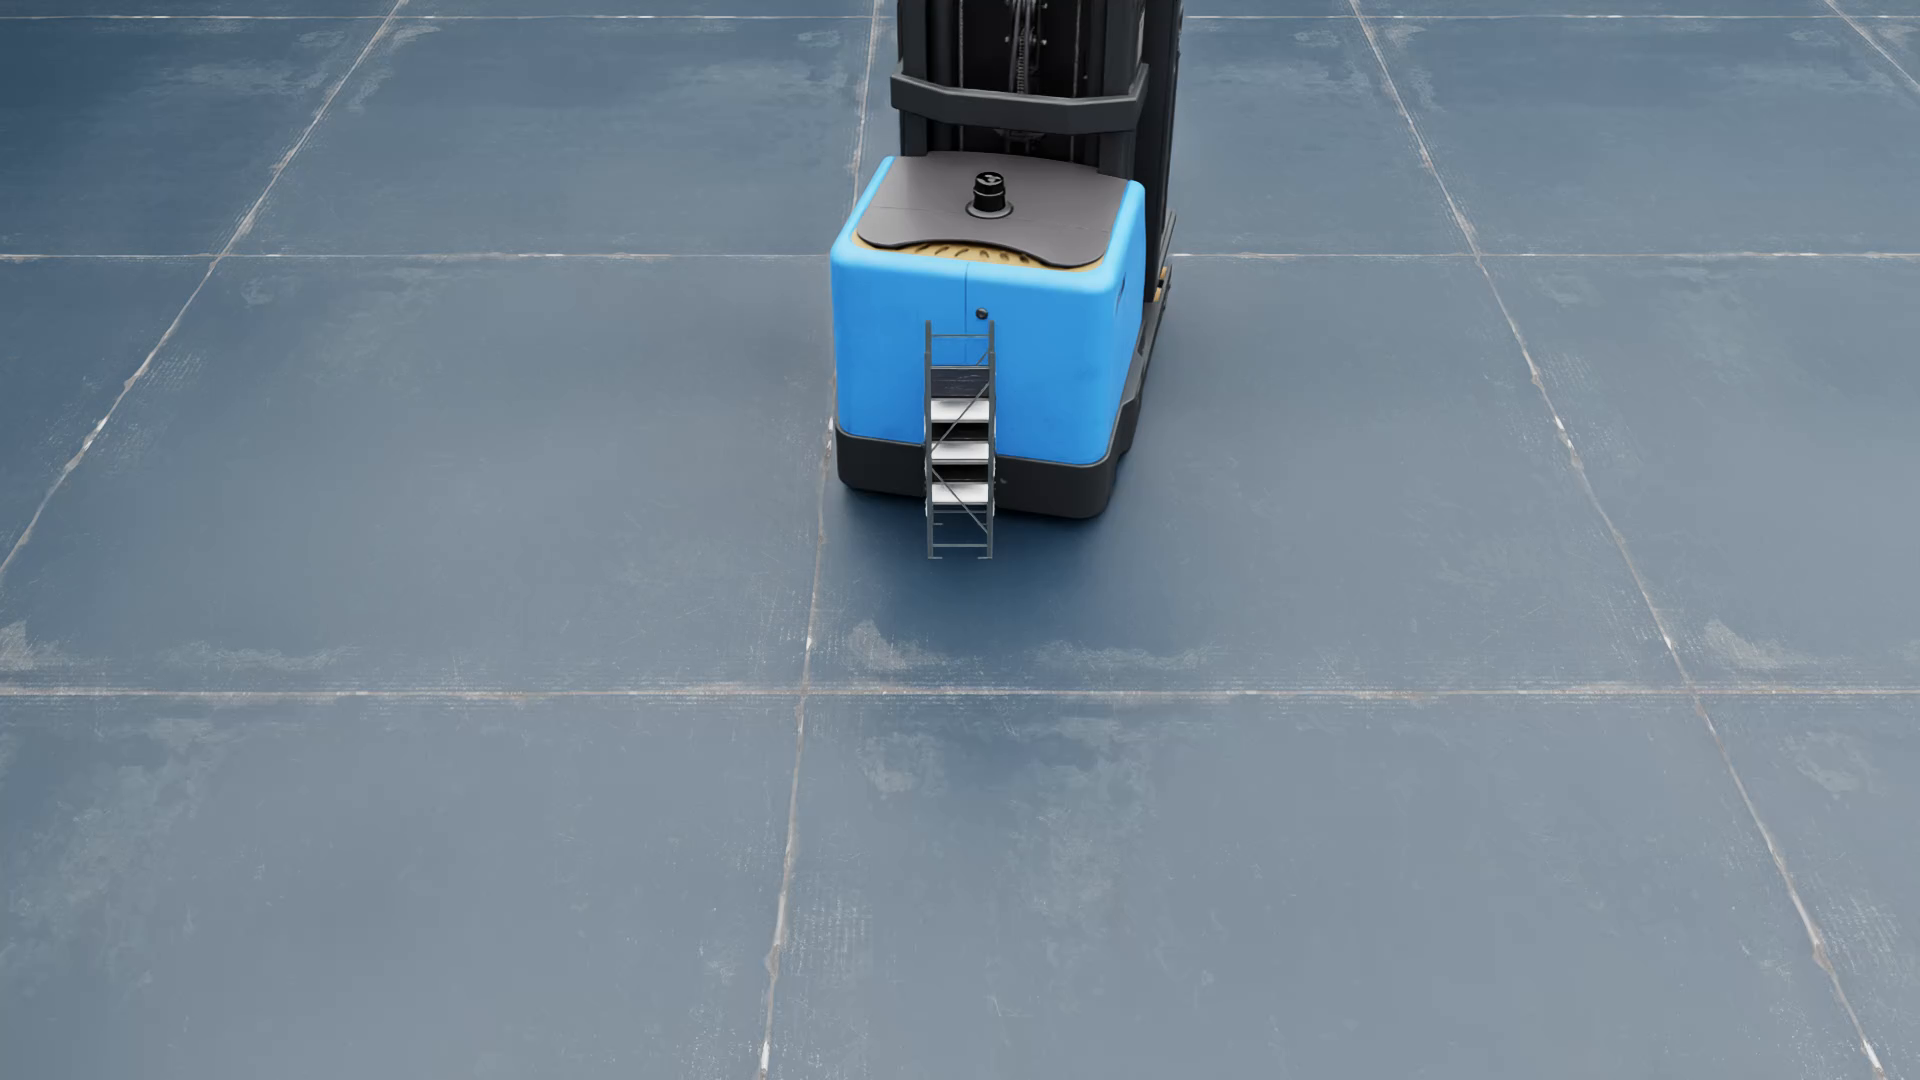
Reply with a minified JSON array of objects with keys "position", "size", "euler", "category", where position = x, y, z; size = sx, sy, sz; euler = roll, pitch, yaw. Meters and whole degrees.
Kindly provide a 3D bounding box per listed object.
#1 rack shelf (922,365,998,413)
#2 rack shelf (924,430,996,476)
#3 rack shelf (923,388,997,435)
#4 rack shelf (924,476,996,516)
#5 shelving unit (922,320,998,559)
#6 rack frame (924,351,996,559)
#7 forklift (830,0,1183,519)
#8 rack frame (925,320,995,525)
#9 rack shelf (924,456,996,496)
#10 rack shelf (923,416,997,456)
[{"position":[0.000,-0.531,5.814],"size":[0.258,0.077,0.200],"euler":[0,39,0],"category":"rack shelf"},{"position":[0.000,-0.320,5.983],"size":[0.258,0.077,0.200],"euler":[0,39,0],"category":"rack shelf"},{"position":[0.000,-0.461,5.871],"size":[0.258,0.077,0.200],"euler":[0,39,0],"category":"rack shelf"},{"position":[0.000,-0.180,6.096],"size":[0.258,0.077,0.200],"euler":[0,39,0],"category":"rack shelf"},{"position":[0.000,-0.346,5.962],"size":[0.258,0.900,0.210],"euler":[0,39,0],"category":"shelving unit"},{"position":[0.000,-0.282,5.883],"size":[0.240,0.900,0.006],"euler":[0,39,0],"category":"rack frame"},{"position":[0.351,-2.150,6.589],"size":[1.130,2.935,3.031],"euler":[8,39,10],"category":"forklift"},{"position":[0.000,-0.410,6.042],"size":[0.240,0.900,0.006],"euler":[0,39,0],"category":"rack frame"},{"position":[0.000,-0.250,6.039],"size":[0.258,0.077,0.200],"euler":[0,39,0],"category":"rack shelf"},{"position":[0.000,-0.390,5.927],"size":[0.258,0.077,0.200],"euler":[0,39,0],"category":"rack shelf"}]
